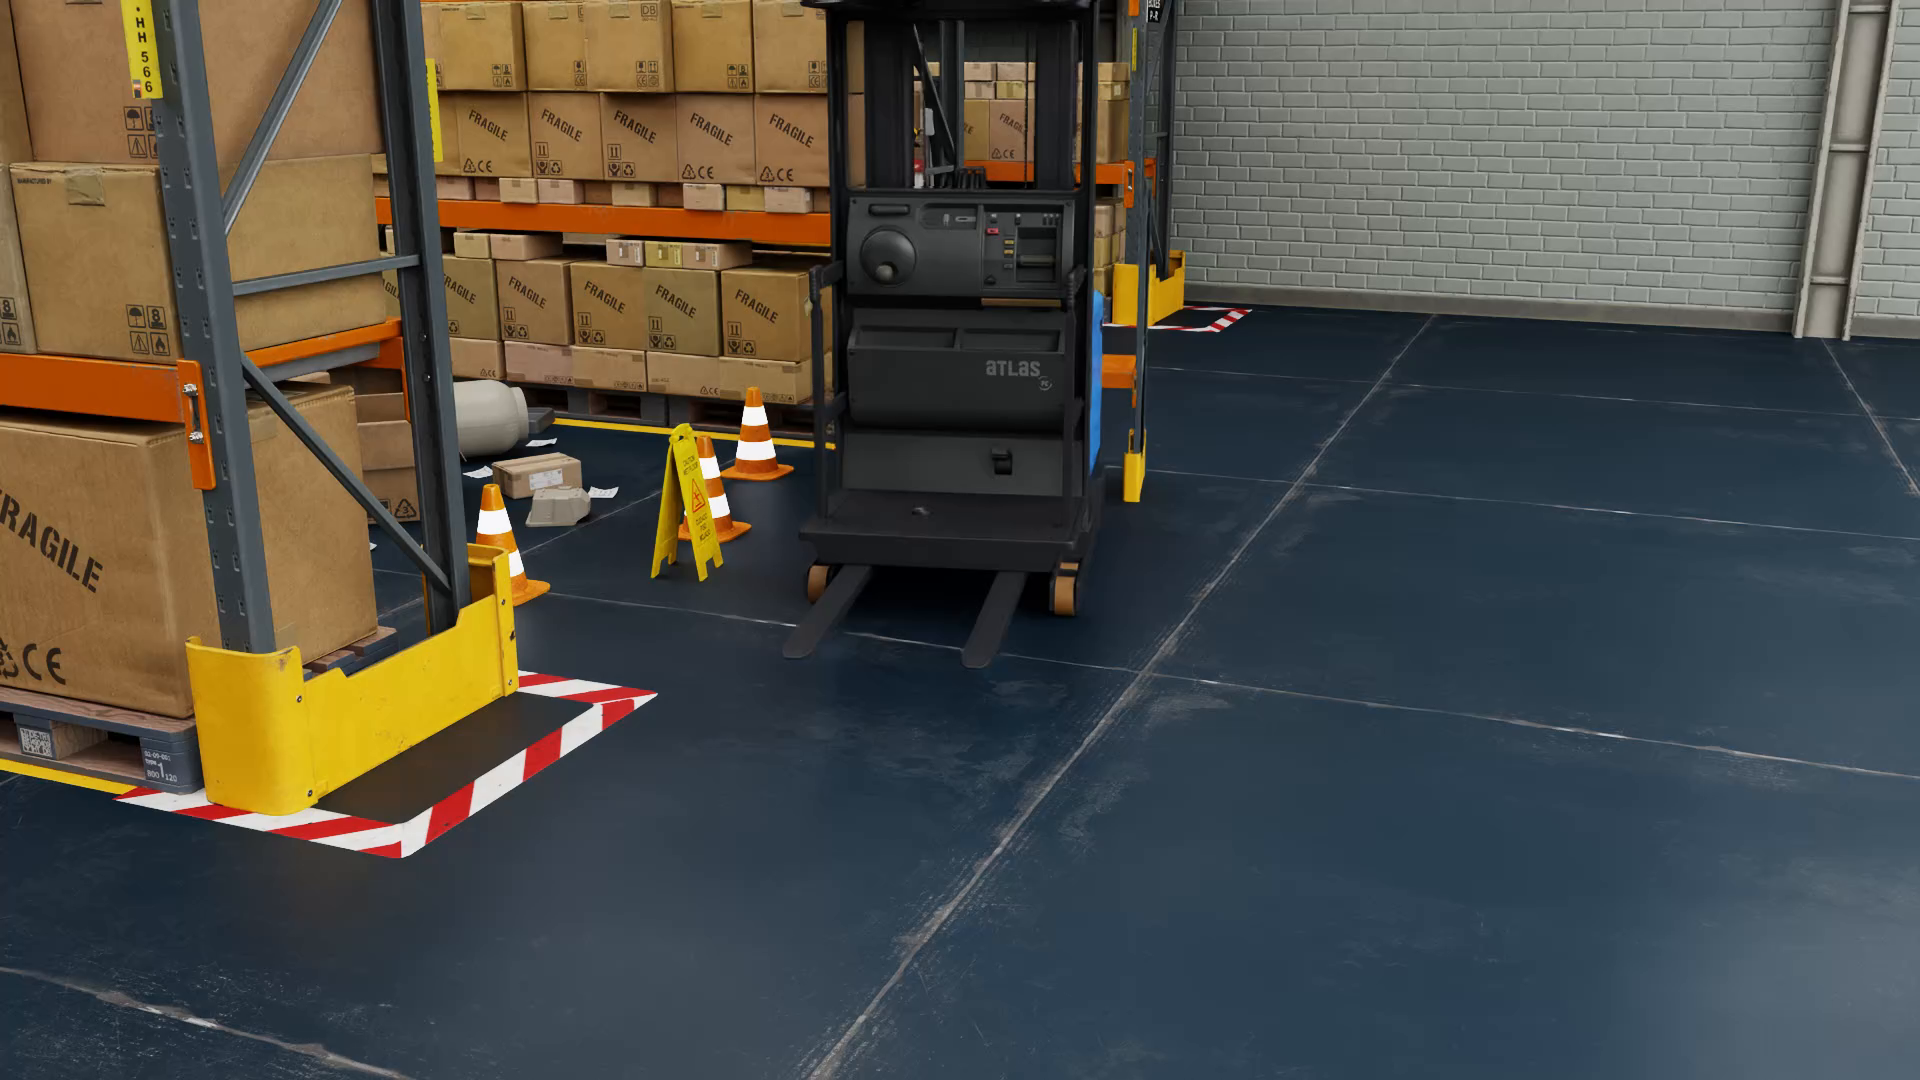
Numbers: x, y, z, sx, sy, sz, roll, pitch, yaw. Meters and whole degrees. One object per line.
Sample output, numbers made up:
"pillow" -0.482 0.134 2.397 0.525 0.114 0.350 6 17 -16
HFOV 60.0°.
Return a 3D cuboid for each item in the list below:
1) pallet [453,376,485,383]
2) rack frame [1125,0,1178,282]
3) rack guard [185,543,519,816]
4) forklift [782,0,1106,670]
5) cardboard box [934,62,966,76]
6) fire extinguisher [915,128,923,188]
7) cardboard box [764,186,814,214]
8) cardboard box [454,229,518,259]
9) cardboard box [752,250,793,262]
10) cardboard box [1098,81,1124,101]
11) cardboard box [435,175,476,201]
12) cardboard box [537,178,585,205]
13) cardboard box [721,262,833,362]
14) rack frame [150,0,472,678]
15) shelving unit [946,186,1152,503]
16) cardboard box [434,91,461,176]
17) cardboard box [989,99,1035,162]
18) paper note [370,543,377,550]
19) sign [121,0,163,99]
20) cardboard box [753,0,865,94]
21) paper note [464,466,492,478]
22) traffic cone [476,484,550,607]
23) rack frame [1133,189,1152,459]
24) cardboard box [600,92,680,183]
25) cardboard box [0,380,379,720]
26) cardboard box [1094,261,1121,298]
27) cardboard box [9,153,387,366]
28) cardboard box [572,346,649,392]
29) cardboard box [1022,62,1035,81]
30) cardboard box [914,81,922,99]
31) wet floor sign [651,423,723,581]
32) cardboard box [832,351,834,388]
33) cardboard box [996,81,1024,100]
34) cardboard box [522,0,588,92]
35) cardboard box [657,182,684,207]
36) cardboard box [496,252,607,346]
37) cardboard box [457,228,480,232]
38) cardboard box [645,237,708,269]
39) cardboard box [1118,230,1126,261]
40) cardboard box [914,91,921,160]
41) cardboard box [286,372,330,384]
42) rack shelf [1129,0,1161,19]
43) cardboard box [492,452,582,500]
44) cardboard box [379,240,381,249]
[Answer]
"pallet" -3.296 -1.101 11.086 1.213 0.211 1.003 6 17 21
"rack frame" 1.605 -3.378 13.929 0.127 3.000 1.000 6 17 21
"rack guard" -1.913 0.407 5.375 0.348 0.500 1.175 6 17 21
"forklift" -0.029 -1.206 6.572 1.130 2.935 3.031 2 16 8
"cardboard box" -0.030 -3.967 14.081 0.250 0.149 0.380 7 17 22
"fire extinguisher" -0.276 -1.922 9.052 0.183 0.674 0.296 6 17 21
"cardboard box" -0.916 -1.949 9.459 0.250 0.149 0.380 6 17 20
"cardboard box" -2.911 -1.841 10.306 0.250 0.149 0.380 7 18 23
"cardboard box" -1.372 -1.540 10.433 0.500 0.500 0.500 6 17 19
"cardboard box" 1.179 -3.700 13.696 0.250 0.149 0.380 7 17 21
"cardboard box" -3.029 -2.197 10.313 0.250 0.149 0.380 7 18 22
"cardboard box" -2.328 -2.111 10.017 0.250 0.149 0.380 6 17 20
"cardboard box" -1.054 -1.346 9.763 0.500 0.500 0.500 6 17 21
"rack frame" -1.935 -0.796 5.035 0.127 3.000 1.000 6 17 21
"shelving unit" 0.406 -1.010 8.463 1.083 1.500 0.587 3 16 9
"cardboard box" -3.152 -2.528 10.287 0.500 0.500 0.500 6 17 20
"cardboard box" 0.571 -3.464 14.045 0.500 0.500 0.500 7 18 22
"paper note" -2.732 0.034 7.504 0.142 0.017 0.144 14 21 40
"sign" -2.147 -1.327 4.361 0.005 0.325 0.100 6 17 21
"cardboard box" -0.768 -2.757 9.283 0.500 0.500 0.700 6 17 19
"paper note" -2.558 -0.365 8.897 0.142 0.019 0.148 14 21 40
"traffic cone" -1.908 0.000 6.845 0.334 0.463 0.336 6 17 21
"rack frame" 0.917 -0.987 8.385 0.032 1.500 0.500 3 16 9
"cardboard box" -1.747 -2.370 9.743 0.500 0.500 0.500 6 17 20
"cardboard box" -2.590 -0.030 5.453 0.875 0.875 0.875 6 17 21
"cardboard box" 1.052 -2.225 14.137 0.500 0.250 0.500 6 17 21
"cardboard box" -2.297 -0.894 5.105 0.550 0.550 0.875 6 17 21
"cardboard box" -2.032 -1.091 10.232 0.500 0.250 0.500 6 17 19
"cardboard box" 0.700 -3.899 13.848 0.250 0.149 0.380 7 17 22
"cardboard box" -0.222 -3.874 14.295 0.250 0.149 0.380 6 17 20
"wet floor sign" -1.182 -0.176 7.122 0.232 0.644 0.267 3 17 11
"cardboard box" -0.862 -1.126 10.349 0.500 0.250 0.500 6 17 20
"cardboard box" 0.485 -3.789 14.004 0.250 0.149 0.380 6 17 20
"cardboard box" -2.162 -2.923 9.856 0.500 0.500 0.700 6 17 20
"cardboard box" -1.584 -2.062 9.848 0.250 0.149 0.380 7 17 21
"cardboard box" -2.500 -1.505 10.312 0.500 0.500 0.500 7 18 24
"cardboard box" -4.651 -3.125 16.565 0.625 0.625 0.875 7 18 22
"cardboard box" -1.653 -1.704 9.833 0.250 0.149 0.380 7 17 22
"cardboard box" 1.244 -2.601 14.535 0.500 0.250 0.500 7 17 22
"cardboard box" -0.552 -2.401 9.852 0.500 0.500 0.500 6 17 20
"cardboard box" -3.649 -0.573 8.502 0.503 0.637 0.797 6 17 21
"rack shelf" -0.256 -4.678 14.316 4.000 0.370 1.077 6 17 21
"cardboard box" -2.173 -0.331 8.548 0.380 0.149 0.250 -12 20 -37
"cardboard box" -6.310 -3.185 16.995 0.500 0.500 0.500 7 18 22
